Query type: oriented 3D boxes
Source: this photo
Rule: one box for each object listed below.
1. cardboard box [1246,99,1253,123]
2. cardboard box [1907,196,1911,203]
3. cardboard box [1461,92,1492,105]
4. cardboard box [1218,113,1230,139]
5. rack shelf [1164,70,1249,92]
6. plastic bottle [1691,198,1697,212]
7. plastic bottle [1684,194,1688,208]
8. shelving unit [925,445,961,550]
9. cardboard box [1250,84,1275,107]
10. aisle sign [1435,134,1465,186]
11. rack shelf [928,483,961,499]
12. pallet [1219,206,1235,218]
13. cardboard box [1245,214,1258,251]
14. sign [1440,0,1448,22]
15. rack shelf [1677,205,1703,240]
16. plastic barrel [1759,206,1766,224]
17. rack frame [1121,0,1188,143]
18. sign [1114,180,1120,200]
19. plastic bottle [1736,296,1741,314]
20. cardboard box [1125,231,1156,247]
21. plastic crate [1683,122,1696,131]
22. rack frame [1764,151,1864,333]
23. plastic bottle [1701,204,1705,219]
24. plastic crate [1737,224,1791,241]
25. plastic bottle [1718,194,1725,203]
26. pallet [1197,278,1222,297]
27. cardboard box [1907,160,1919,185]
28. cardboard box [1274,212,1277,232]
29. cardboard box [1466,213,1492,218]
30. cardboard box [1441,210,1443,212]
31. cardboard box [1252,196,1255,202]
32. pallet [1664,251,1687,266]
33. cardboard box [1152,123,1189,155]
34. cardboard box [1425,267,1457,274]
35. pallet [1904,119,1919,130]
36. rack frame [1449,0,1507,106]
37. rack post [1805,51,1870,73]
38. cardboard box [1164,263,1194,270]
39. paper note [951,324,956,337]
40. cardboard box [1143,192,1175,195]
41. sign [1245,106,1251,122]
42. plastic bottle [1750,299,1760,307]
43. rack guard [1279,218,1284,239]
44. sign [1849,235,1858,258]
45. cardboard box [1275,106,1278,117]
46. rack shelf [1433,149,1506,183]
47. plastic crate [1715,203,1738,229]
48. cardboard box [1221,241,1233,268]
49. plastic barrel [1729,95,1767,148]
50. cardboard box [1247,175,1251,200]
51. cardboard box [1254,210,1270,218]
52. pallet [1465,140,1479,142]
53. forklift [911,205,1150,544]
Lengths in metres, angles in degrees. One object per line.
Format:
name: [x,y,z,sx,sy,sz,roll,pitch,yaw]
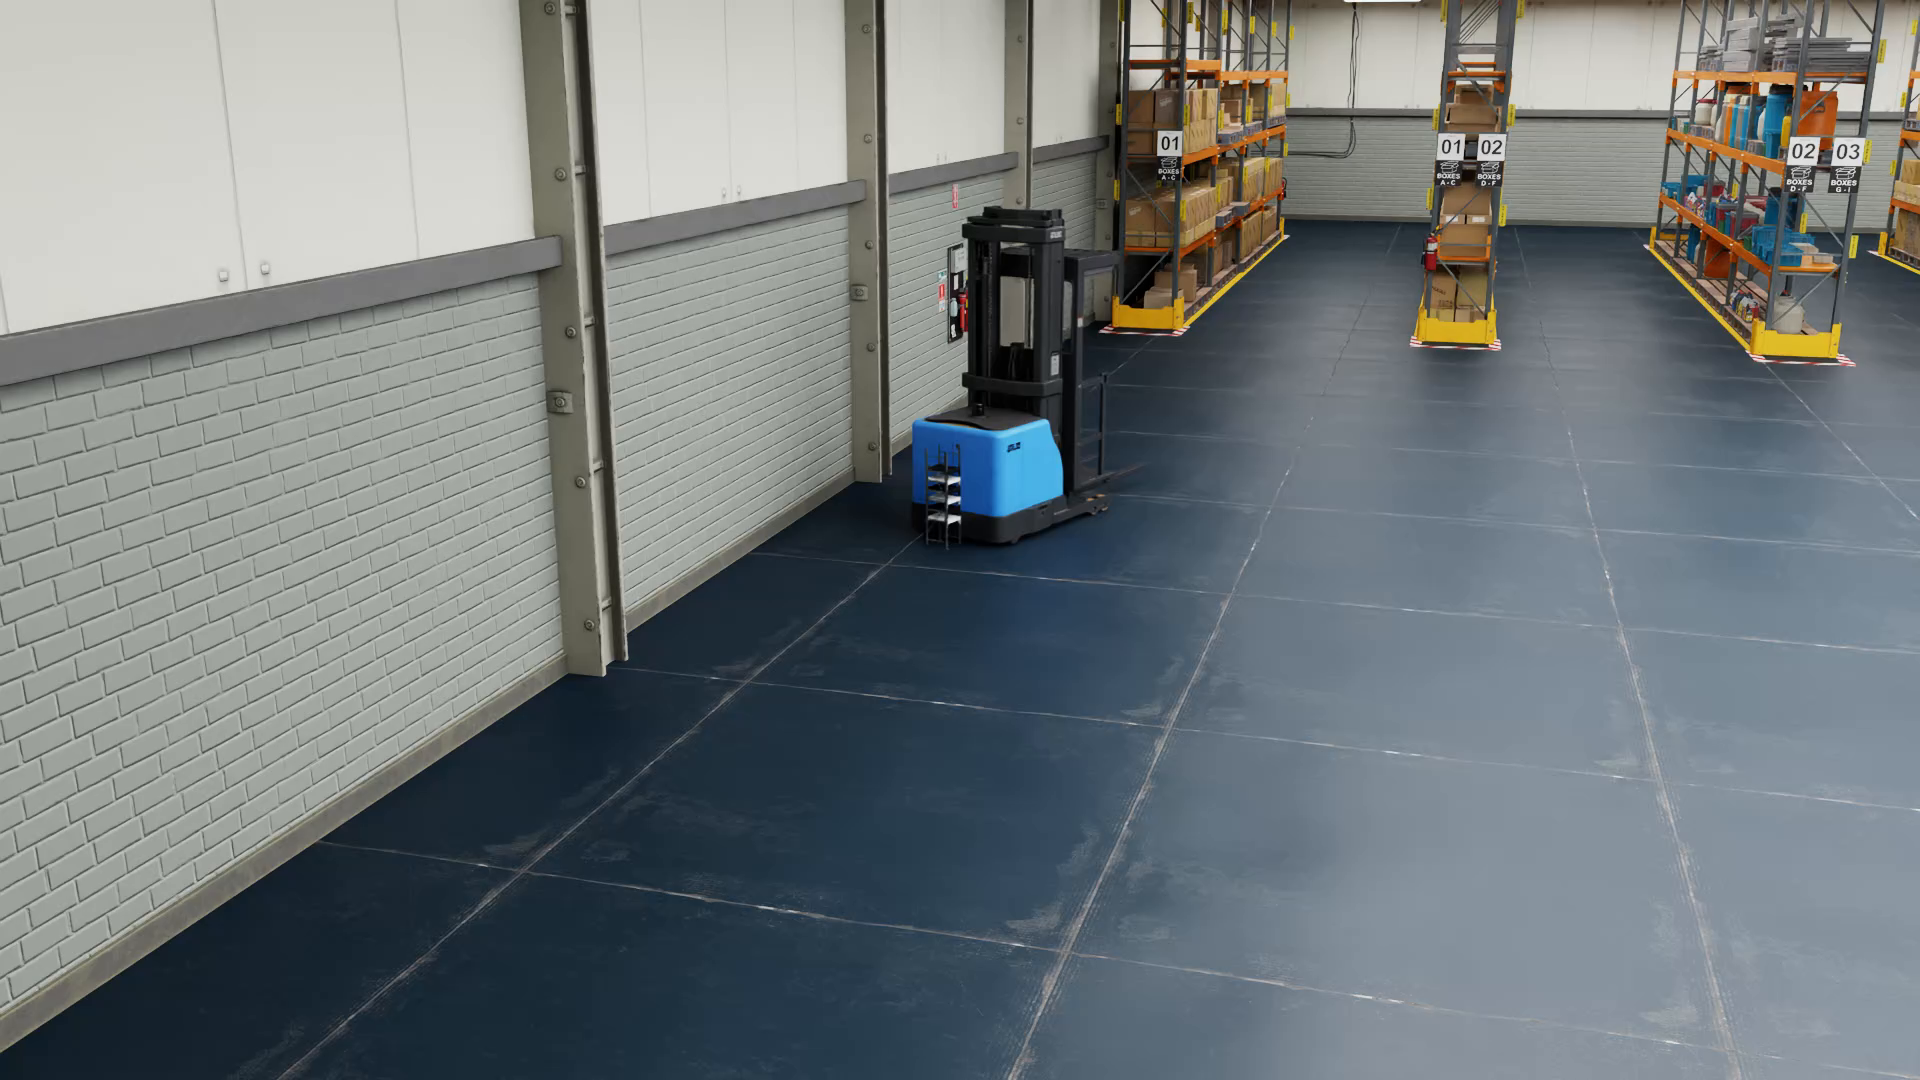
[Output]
cardboard box: [6.072,-9.464,36.632,0.700,0.500,0.500,4,16,15]
cardboard box: [21.127,-7.503,36.665,0.380,0.149,0.250,4,16,15]
cardboard box: [9.214,-7.749,29.708,0.500,0.500,0.500,5,17,17]
cardboard box: [4.930,-8.257,33.142,0.797,0.503,0.637,7,17,24]
rack shelf: [4.818,-8.911,32.228,1.077,0.370,4.000,5,16,16]
plastic bottle: [15.196,-6.911,34.345,0.152,0.276,0.135,5,16,16]
plastic bottle: [15.471,-7.211,35.391,0.061,0.283,0.133,5,16,16]
shelving unit: [-0.152,-0.386,14.961,0.258,0.900,0.210,11,19,34]
cardboard box: [6.995,-10.280,38.447,0.500,0.500,0.500,4,16,15]
aisle sign: [7.564,-5.867,25.673,0.394,0.787,0.004,5,16,16]
rack shelf: [-0.152,-0.440,14.946,0.258,0.077,0.200,11,19,34]
pallet: [4.863,-6.473,32.927,1.003,0.211,1.213,5,16,16]
cardboard box: [6.214,-6.888,37.208,0.750,0.750,0.750,5,17,18]
sign: [7.348,-8.030,25.213,0.100,0.325,0.005,5,16,16]
rack shelf: [15.454,-6.496,33.973,1.077,0.370,4.000,5,16,16]
plastic barrel: [14.231,-5.571,29.144,0.433,0.535,0.433,0,16,0]
rack frame: [3.113,-7.880,26.541,1.000,3.000,0.127,5,16,16]
sign: [2.587,-5.751,27.328,0.100,0.325,0.005,5,16,16]
plastic bottle: [12.981,-3.909,27.705,0.061,0.283,0.133,5,17,18]
cardboard box: [3.060,-5.069,27.861,0.500,0.250,0.500,5,17,17]
plastic crate: [15.975,-8.991,36.260,0.416,0.233,0.300,5,16,16]
rack frame: [12.612,-4.226,24.651,1.000,3.000,0.127,5,16,16]
plastic bottle: [14.657,-6.462,32.748,0.061,0.283,0.133,5,16,16]
plastic crate: [13.478,-5.115,27.901,0.767,0.338,0.504,5,16,16]
plastic bottle: [15.884,-7.038,34.658,0.144,0.351,0.185,5,16,16]
pallet: [4.470,-4.903,32.148,1.003,0.211,1.213,5,16,16]
cardboard box: [21.229,-8.088,36.623,0.500,0.500,0.500,4,16,14]
cardboard box: [7.557,-7.988,41.728,0.700,0.500,0.500,5,16,16]
cardboard box: [8.254,-5.126,26.454,0.380,0.149,0.250,4,16,14]
cardboard box: [7.935,-5.221,26.788,0.380,0.149,0.250,4,16,15]
cardboard box: [6.381,-7.647,37.137,0.380,0.149,0.250,5,16,16]
pallet: [16.194,-6.219,36.789,1.003,0.211,1.213,5,16,16]
cardboard box: [3.448,-6.563,27.174,0.500,0.500,0.500,5,17,17]
cardboard box: [8.001,-4.277,27.726,0.500,0.500,0.500,5,16,16]
pallet: [21.707,-9.233,36.970,1.003,0.211,1.213,5,16,16]
rack frame: [10.137,-9.590,32.569,1.000,3.000,0.127,5,16,16]
rack post: [12.949,-7.059,24.563,0.937,0.300,0.954,7,17,22]
cardboard box: [3.993,-4.775,30.362,0.500,0.500,0.500,3,16,12]
paper note: [-0.078,-2.566,20.414,0.016,0.148,0.142,5,16,16]
cardboard box: [3.482,-5.830,29.172,0.500,0.500,0.500,5,17,17]
sign: [5.906,-8.736,34.108,0.100,0.325,0.005,5,16,16]
plastic bottle: [13.096,-3.829,27.437,0.152,0.276,0.135,5,16,16]
rack guard: [7.667,-7.984,42.481,1.175,0.500,0.348,5,16,16]
sign: [13.138,-4.315,24.458,0.100,0.325,0.005,5,16,16]
cardboard box: [7.270,-10.182,39.475,0.500,0.250,0.500,4,16,14]
rack shelf: [8.432,-6.231,27.542,1.077,0.370,4.000,5,16,16]
plastic crate: [14.133,-5.950,30.614,0.402,0.464,0.583,5,16,16]
cardboard box: [5.232,-5.903,34.341,0.700,0.500,0.500,5,17,17]
plastic barrel: [14.057,-7.448,29.597,0.600,0.901,0.708,5,16,16]
cardboard box: [5.928,-7.531,35.540,0.500,0.500,0.500,5,17,18]
cardboard box: [7.255,-7.845,40.032,0.380,0.149,0.250,4,16,14]
pallet: [8.434,-6.514,27.385,1.003,0.211,1.213,5,16,16]
forklift: [0.818,-1.719,15.940,1.130,2.935,3.031,11,19,34]
